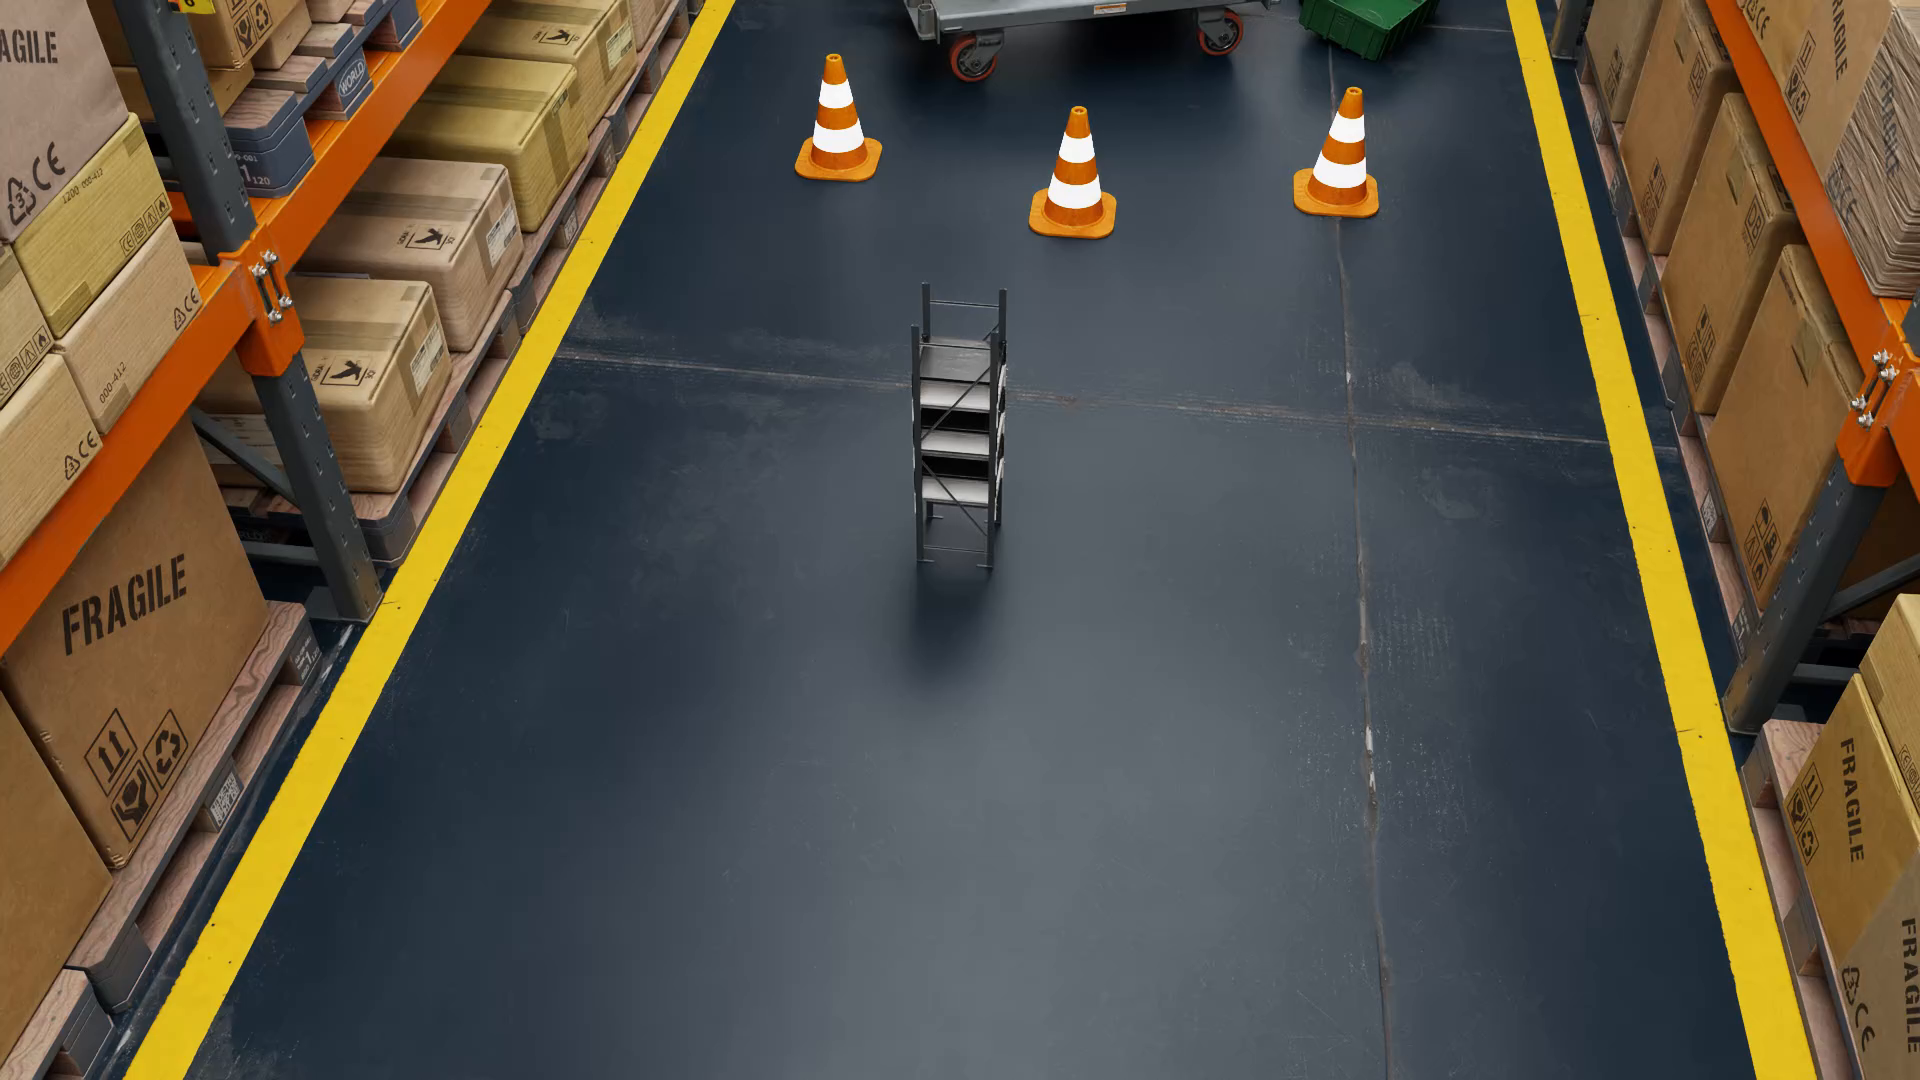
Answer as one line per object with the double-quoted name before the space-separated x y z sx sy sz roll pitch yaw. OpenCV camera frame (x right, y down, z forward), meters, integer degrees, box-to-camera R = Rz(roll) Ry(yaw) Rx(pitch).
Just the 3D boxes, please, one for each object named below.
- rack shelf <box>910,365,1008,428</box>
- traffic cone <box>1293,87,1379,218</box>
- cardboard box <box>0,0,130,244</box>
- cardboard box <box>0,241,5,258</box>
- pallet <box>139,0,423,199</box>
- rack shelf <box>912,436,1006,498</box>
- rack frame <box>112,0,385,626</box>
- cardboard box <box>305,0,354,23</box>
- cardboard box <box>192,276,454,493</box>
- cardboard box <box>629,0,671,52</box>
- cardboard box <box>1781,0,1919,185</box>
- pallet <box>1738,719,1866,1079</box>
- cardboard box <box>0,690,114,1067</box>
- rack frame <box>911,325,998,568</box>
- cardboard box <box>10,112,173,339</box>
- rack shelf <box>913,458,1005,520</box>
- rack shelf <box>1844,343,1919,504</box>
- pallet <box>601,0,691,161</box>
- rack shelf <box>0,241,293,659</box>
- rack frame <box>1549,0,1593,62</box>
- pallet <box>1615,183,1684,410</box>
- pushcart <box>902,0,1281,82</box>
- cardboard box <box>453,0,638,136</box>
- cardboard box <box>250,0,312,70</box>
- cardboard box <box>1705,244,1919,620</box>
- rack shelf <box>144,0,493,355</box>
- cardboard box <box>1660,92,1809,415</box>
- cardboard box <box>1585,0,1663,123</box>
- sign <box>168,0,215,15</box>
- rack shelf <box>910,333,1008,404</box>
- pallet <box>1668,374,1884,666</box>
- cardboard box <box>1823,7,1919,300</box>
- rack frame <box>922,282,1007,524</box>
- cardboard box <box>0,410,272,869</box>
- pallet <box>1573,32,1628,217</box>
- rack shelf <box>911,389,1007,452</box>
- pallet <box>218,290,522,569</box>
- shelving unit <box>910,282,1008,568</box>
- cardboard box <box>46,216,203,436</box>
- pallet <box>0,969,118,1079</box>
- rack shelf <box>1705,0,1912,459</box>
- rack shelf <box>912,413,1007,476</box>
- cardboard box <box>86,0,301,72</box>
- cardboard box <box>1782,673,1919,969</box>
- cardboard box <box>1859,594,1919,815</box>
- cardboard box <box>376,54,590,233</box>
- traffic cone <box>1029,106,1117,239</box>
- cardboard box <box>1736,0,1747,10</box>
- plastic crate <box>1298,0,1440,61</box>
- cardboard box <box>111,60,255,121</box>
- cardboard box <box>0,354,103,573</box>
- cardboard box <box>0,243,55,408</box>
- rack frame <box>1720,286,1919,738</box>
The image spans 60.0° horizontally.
"rack shelf" -0.001 -0.428 4.834 0.258 0.077 0.200 5 44 6
"traffic cone" 1.518 -1.567 6.568 0.336 0.463 0.334 5 44 6
"cardboard box" -2.066 -0.943 3.264 0.500 0.500 0.500 4 44 4
"cardboard box" -2.125 -0.593 2.894 0.500 0.500 0.500 6 44 6
"pallet" -2.268 -1.346 4.629 1.213 0.211 1.003 5 44 6
"rack shelf" -0.001 -0.232 5.020 0.258 0.077 0.200 5 44 6
"rack frame" -2.256 -0.920 4.040 1.000 3.000 0.127 5 44 6
"cardboard box" -1.877 -1.558 4.591 0.380 0.149 0.250 3 44 3
"cardboard box" -2.172 -0.502 5.205 0.950 0.372 0.625 3 43 3
"cardboard box" -1.795 -2.487 7.300 0.950 0.372 0.625 6 44 6
"cardboard box" 2.524 -1.246 4.312 0.500 0.500 0.500 5 44 6
"pallet" 2.559 1.006 4.034 1.003 0.211 1.213 5 44 6
"cardboard box" -2.552 0.770 3.495 0.875 0.875 0.875 6 44 6
"rack frame" -0.015 -0.252 4.862 0.240 0.900 0.006 5 44 6
"cardboard box" -2.069 -0.694 3.546 0.500 0.250 0.500 5 44 5
"rack shelf" -0.001 -0.166 5.081 0.258 0.077 0.200 5 44 6
"rack shelf" 2.399 1.085 2.445 1.077 0.370 4.000 5 44 6
"pallet" -1.829 -2.103 7.317 1.003 0.211 1.213 5 44 6
"rack shelf" -2.521 0.704 2.848 1.077 0.370 4.000 5 44 6
"rack frame" 3.192 -3.265 6.516 1.000 3.000 0.127 5 44 6
"pallet" 3.006 -0.886 6.032 1.003 0.211 1.213 5 44 6
"pushcart" 0.539 -2.521 7.638 1.648 0.377 0.936 -9 44 -9
"cardboard box" -1.886 -1.996 6.782 0.950 0.372 0.625 8 44 8
"cardboard box" -1.959 -1.375 4.398 0.380 0.149 0.250 3 44 3
"cardboard box" 2.833 -0.281 4.696 1.050 0.750 0.750 5 44 5
"rack shelf" -1.992 -2.022 5.727 1.077 0.370 4.000 5 44 6
"cardboard box" 2.945 -0.877 5.326 1.050 0.750 0.750 6 44 6
"cardboard box" 3.199 -2.169 6.690 1.050 0.750 0.750 5 44 5
"sign" -1.706 -1.292 3.591 0.100 0.325 0.005 5 44 6
"rack shelf" -0.001 -0.493 4.772 0.258 0.077 0.200 5 44 6
"pallet" 2.842 -0.057 5.156 1.003 0.211 1.213 5 44 6
"cardboard box" 2.457 -0.906 3.953 0.500 0.500 0.500 5 44 6
"rack frame" 0.012 -0.391 5.008 0.240 0.900 0.006 5 44 6
"cardboard box" -2.430 0.162 4.137 0.875 0.875 0.875 5 44 5
"pallet" 3.165 -1.720 6.913 1.003 0.211 1.213 5 44 6
"rack shelf" -0.001 -0.362 4.896 0.258 0.077 0.200 5 44 6
"pallet" -2.152 -0.440 5.561 1.003 0.211 1.213 5 44 6
"shelving unit" -0.001 -0.321 4.935 0.258 0.900 0.210 5 44 6
"cardboard box" -2.066 -0.497 3.702 0.500 0.250 0.500 4 44 4
"pallet" -2.599 1.452 3.563 1.003 0.211 1.213 5 44 6
"rack shelf" 2.928 -1.641 5.324 1.077 0.370 4.000 5 44 6
"rack shelf" -0.001 -0.297 4.958 0.258 0.077 0.200 5 44 6
"cardboard box" -1.968 -1.502 4.060 0.500 0.500 0.500 4 44 4
"cardboard box" 2.317 0.675 3.868 0.500 0.500 0.500 4 44 4
"cardboard box" 2.332 0.392 3.622 0.500 0.250 0.500 3 44 4
"cardboard box" -1.976 -1.522 6.282 0.950 0.372 0.625 7 44 7
"traffic cone" 0.449 -1.464 6.459 0.336 0.463 0.334 5 44 6
"cardboard box" 2.654 -1.937 5.041 0.500 0.500 0.500 6 44 6
"plastic crate" 1.917 -2.502 7.714 0.450 0.188 0.662 35 53 18
"cardboard box" -2.029 -1.186 4.198 0.380 0.149 0.250 3 44 3
"cardboard box" -2.118 -0.148 3.333 0.500 0.250 0.500 6 44 6
"cardboard box" -2.133 -0.344 3.177 0.500 0.250 0.500 4 44 4
"rack frame" 2.663 -0.539 3.637 1.000 3.000 0.127 5 44 6
